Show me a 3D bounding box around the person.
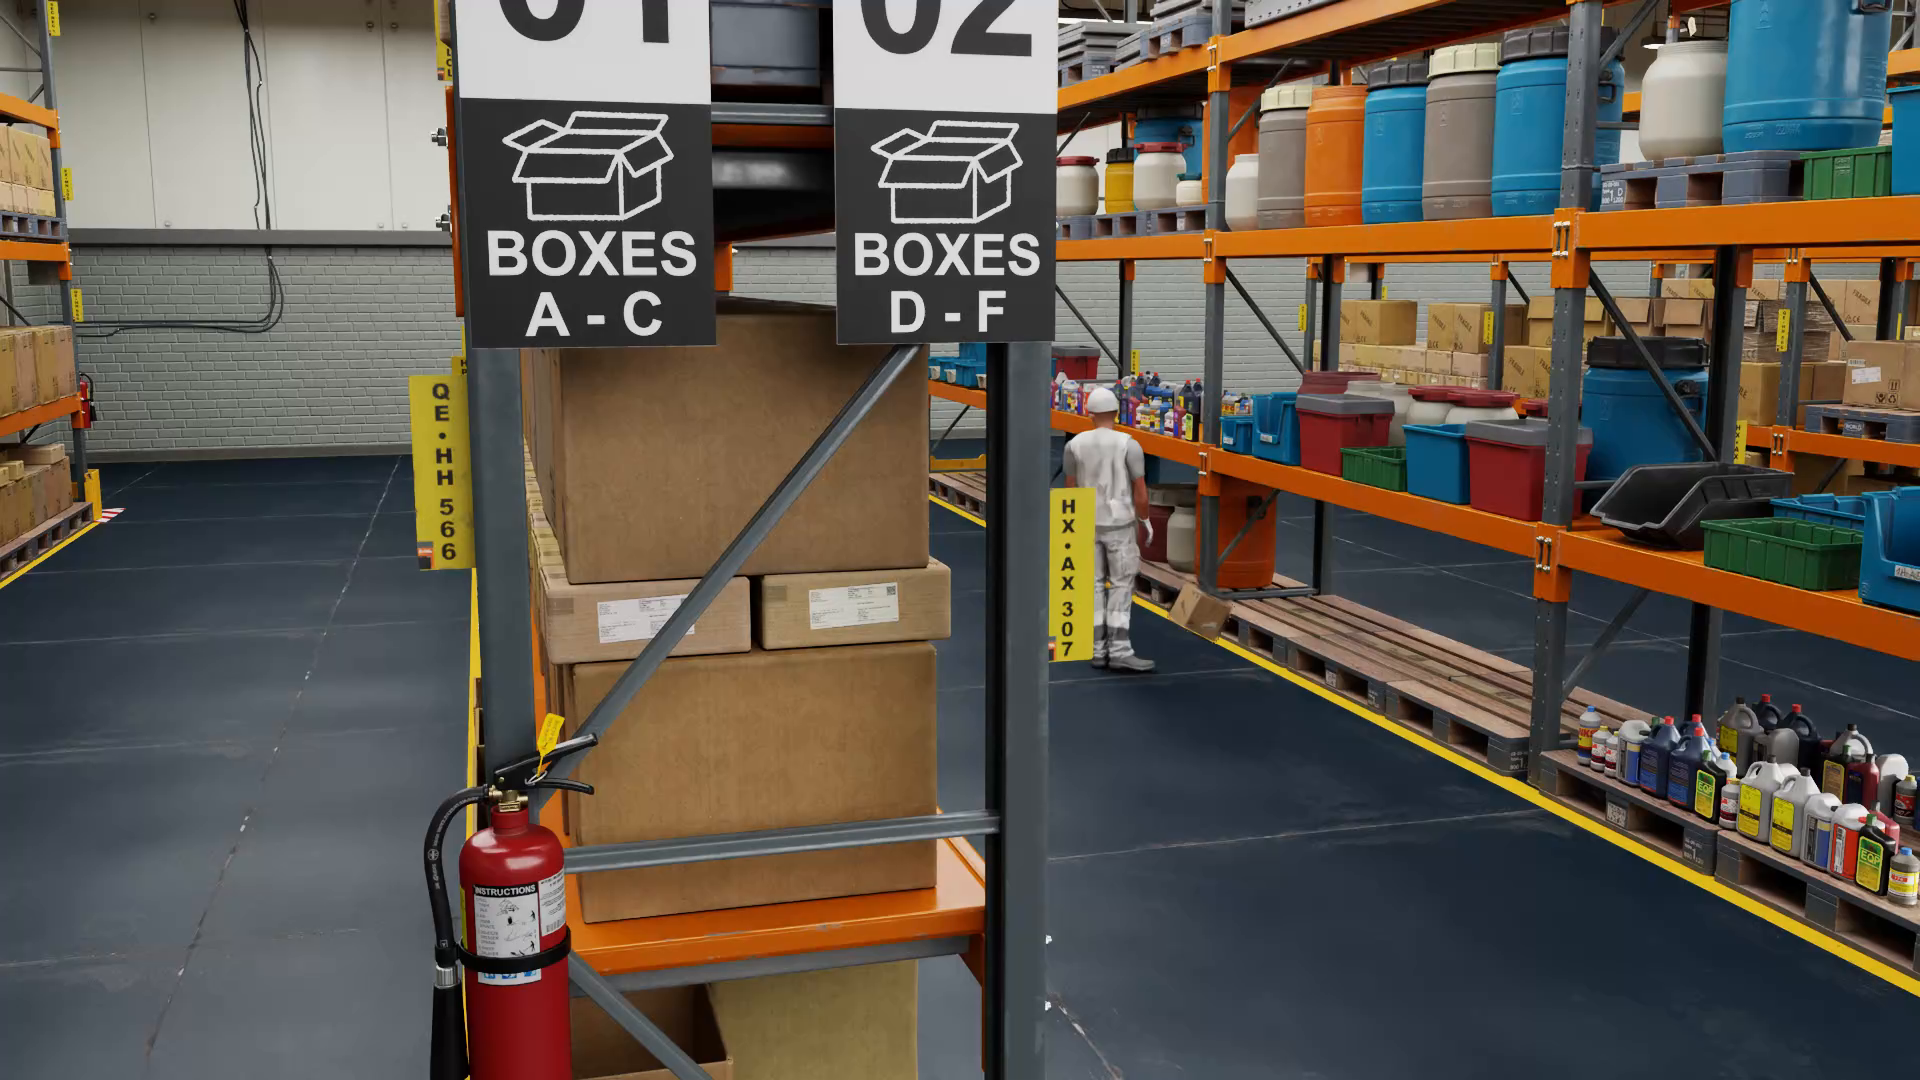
[{"bbox_3d":[0.983,-0.081,10.685,0.651,1.788,0.403,4,10,25],"label":"person"}]
